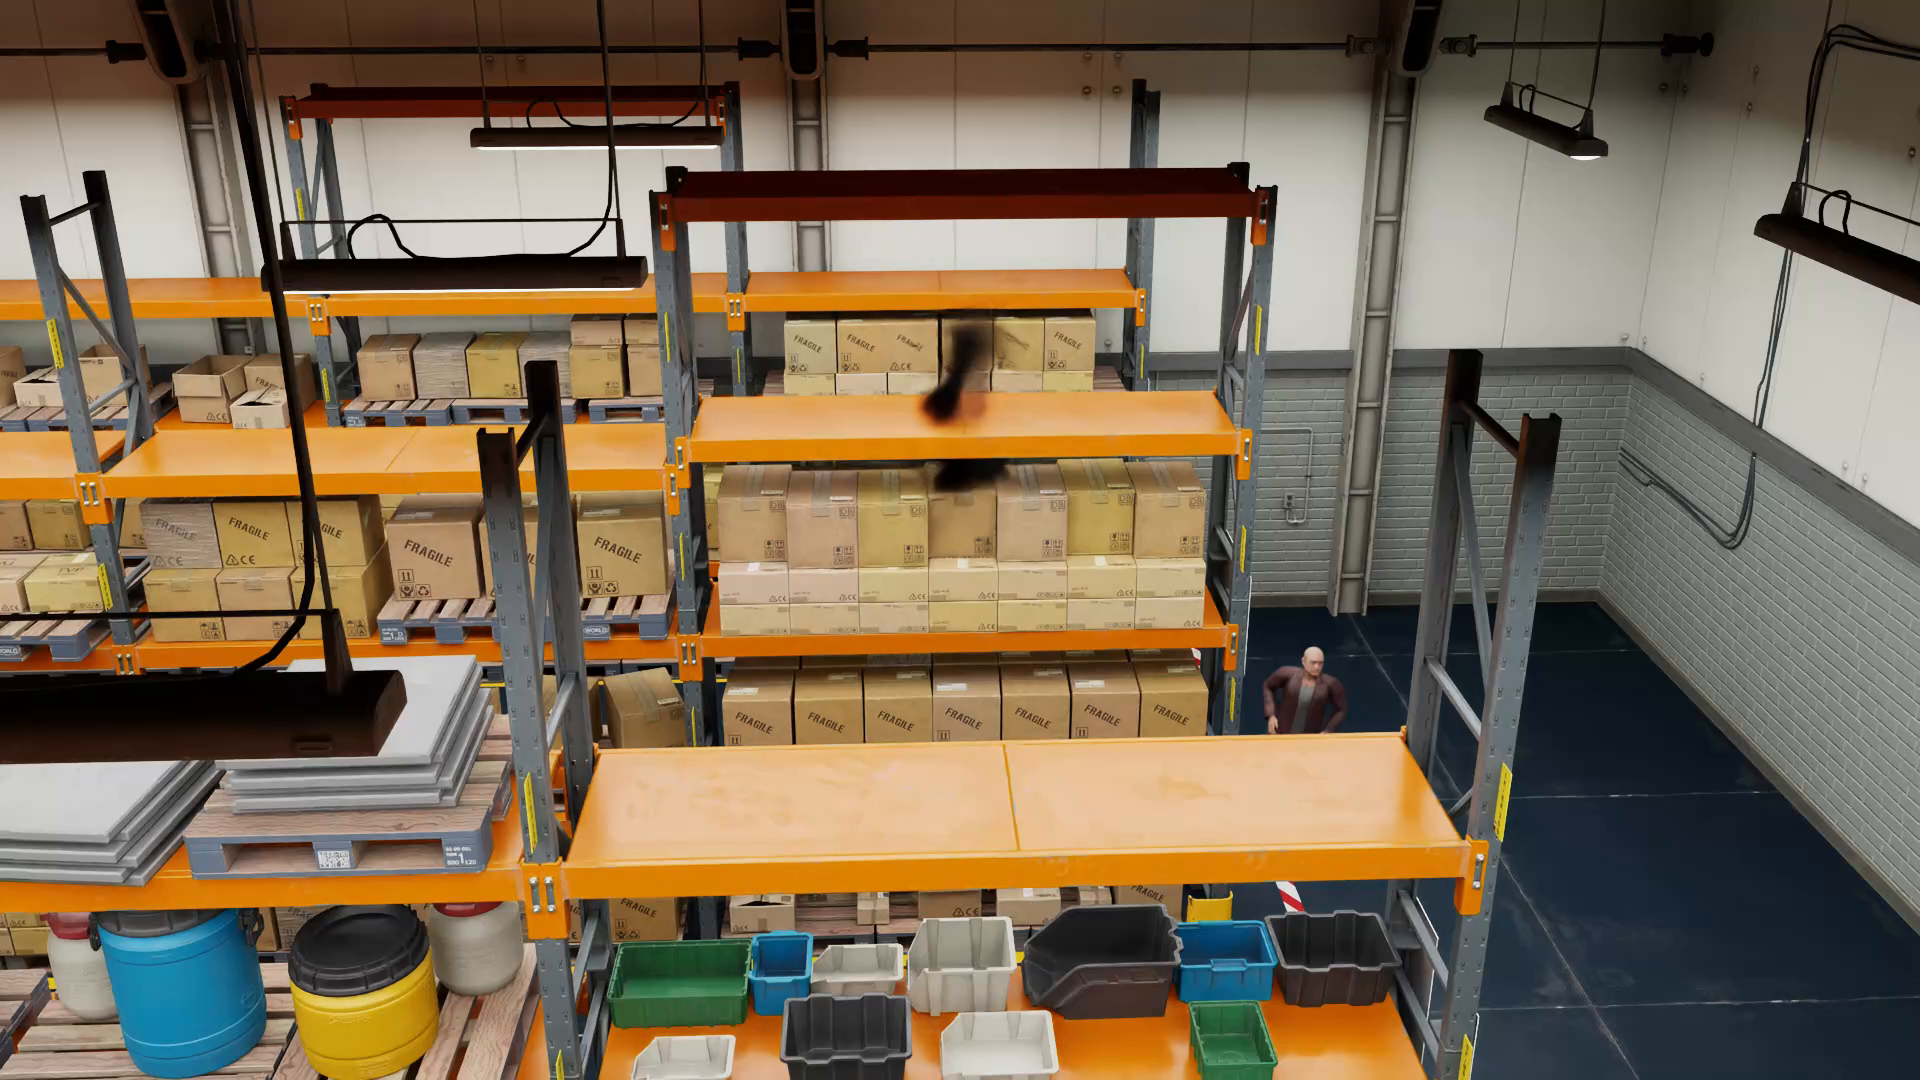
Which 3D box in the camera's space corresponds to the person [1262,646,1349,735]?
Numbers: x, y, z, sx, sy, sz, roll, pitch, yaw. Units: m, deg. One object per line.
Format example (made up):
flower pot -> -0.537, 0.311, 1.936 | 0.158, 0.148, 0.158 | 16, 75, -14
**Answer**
person -> 3.008, 1.692, 14.724 | 0.800, 1.713, 0.604 | 5, 23, 12
